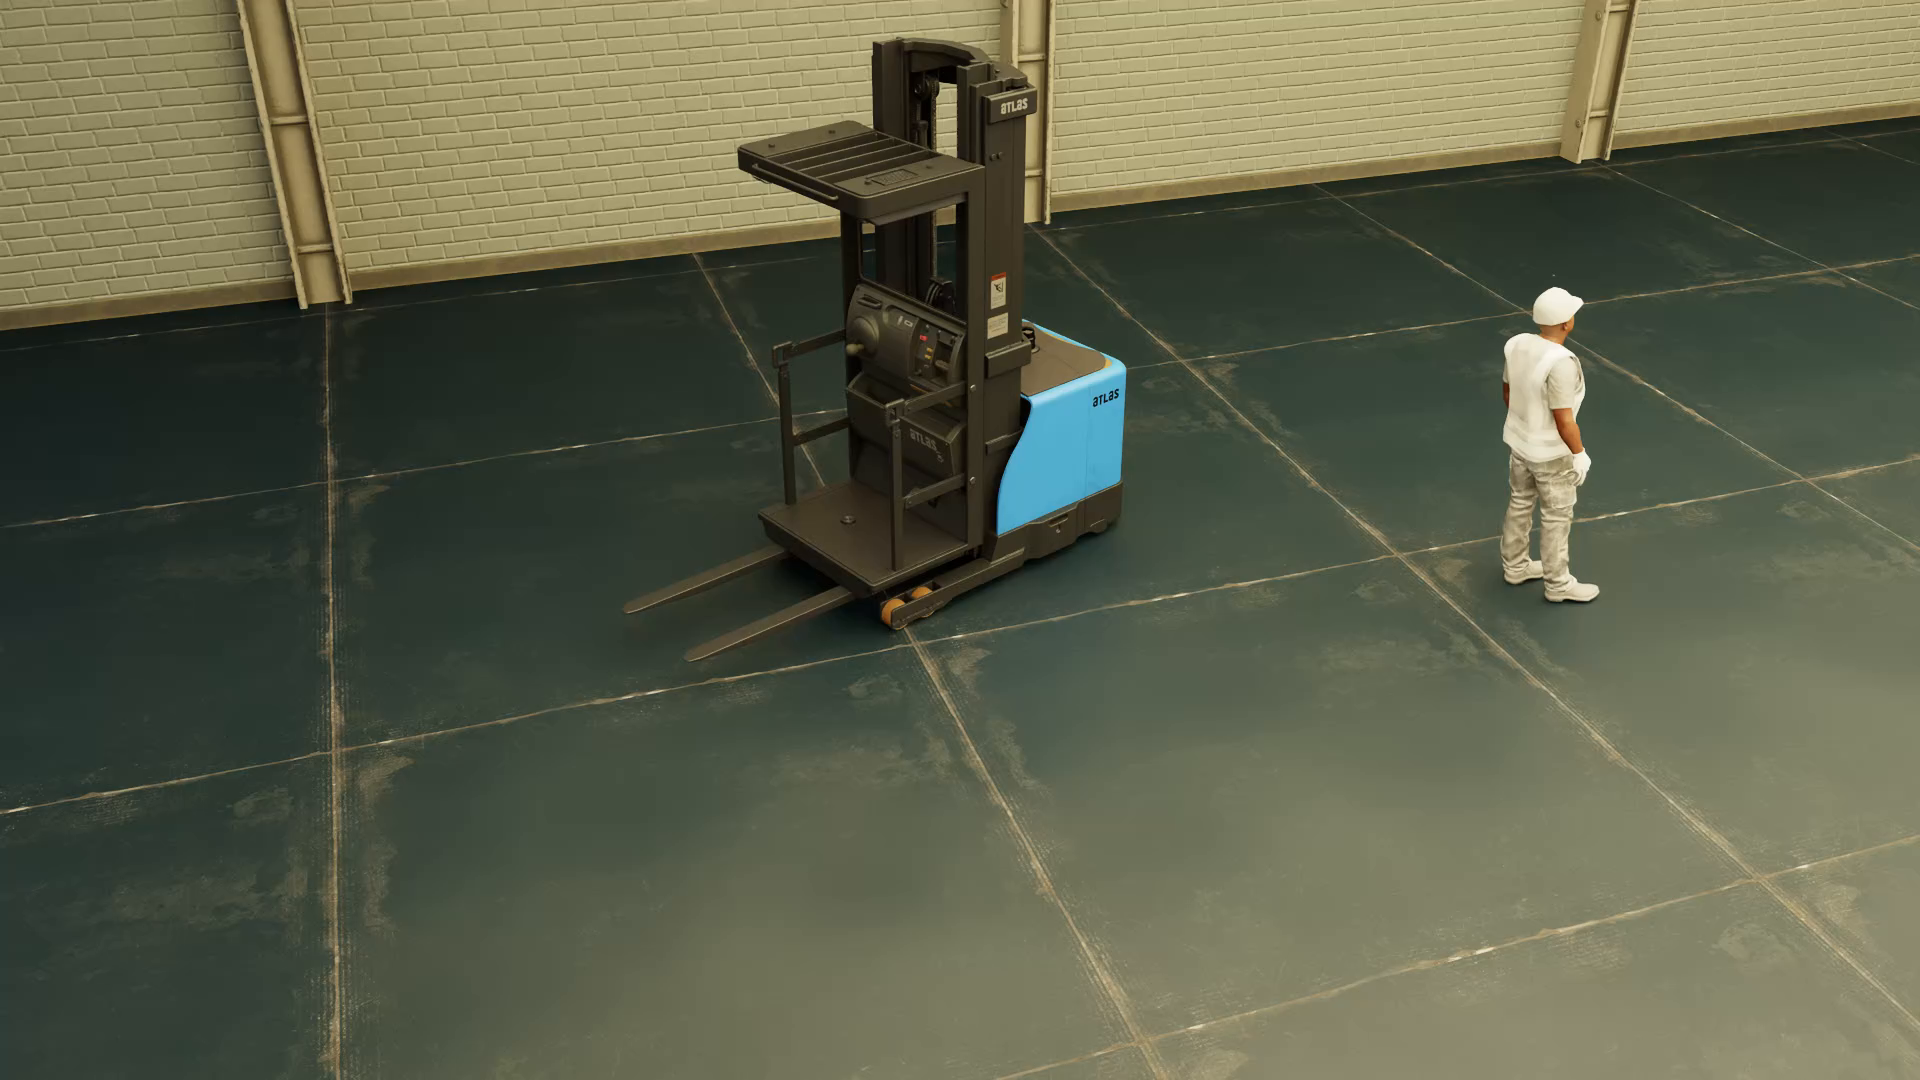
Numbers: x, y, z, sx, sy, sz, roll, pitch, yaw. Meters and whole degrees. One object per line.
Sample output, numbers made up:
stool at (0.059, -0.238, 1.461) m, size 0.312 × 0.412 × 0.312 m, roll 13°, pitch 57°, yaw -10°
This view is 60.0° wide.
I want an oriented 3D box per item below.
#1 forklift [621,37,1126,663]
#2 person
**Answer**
forklift at (-0.461, -1.072, 8.951) m, size 3.031 × 2.935 × 1.130 m, roll -23°, pitch 37°, yaw -34°
person at (3.275, -0.542, 9.166) m, size 0.577 × 1.781 × 0.656 m, roll -8°, pitch 31°, yaw -14°
